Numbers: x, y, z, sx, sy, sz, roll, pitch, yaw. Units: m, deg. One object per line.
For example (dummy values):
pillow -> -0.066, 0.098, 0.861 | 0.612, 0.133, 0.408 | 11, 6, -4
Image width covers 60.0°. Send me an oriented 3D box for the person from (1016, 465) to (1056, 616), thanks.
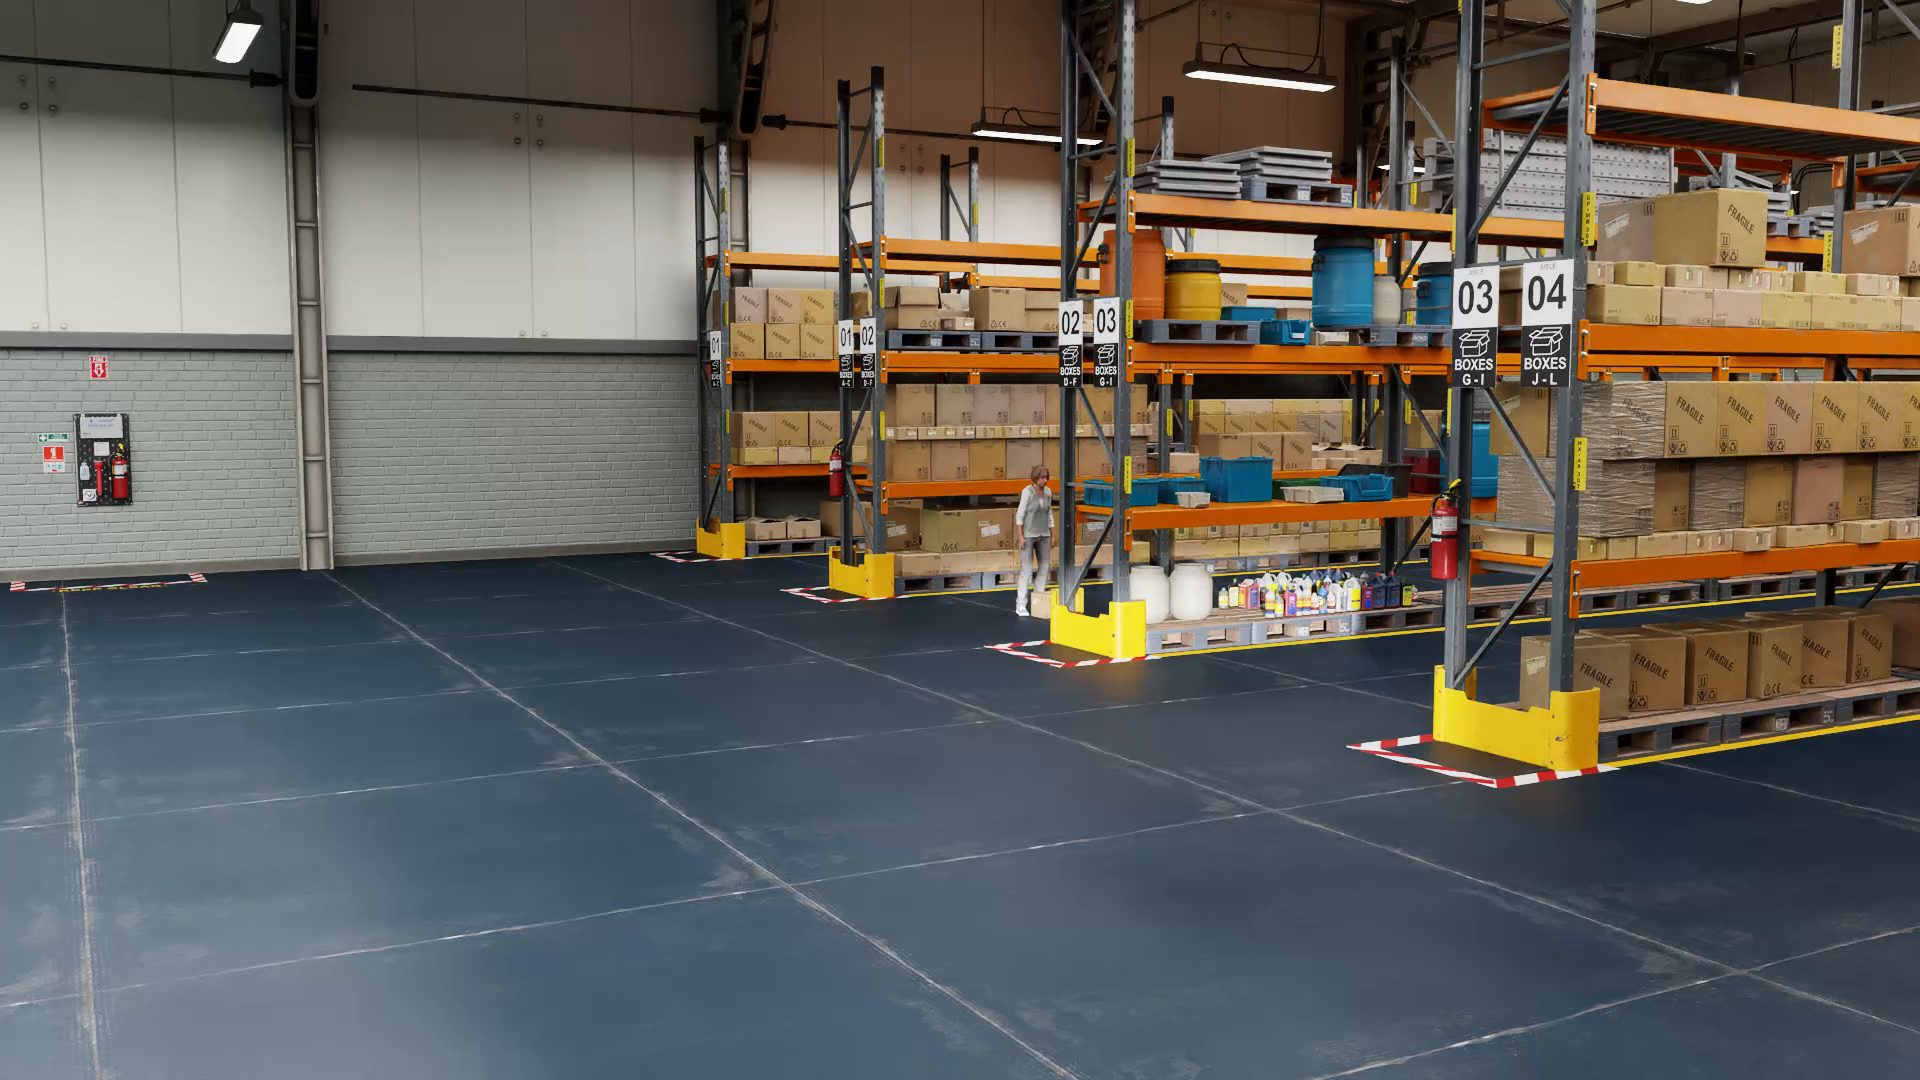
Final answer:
person -> 0.802, 0.004, 17.695 | 0.483, 1.577, 0.340 | -3, 6, -31
